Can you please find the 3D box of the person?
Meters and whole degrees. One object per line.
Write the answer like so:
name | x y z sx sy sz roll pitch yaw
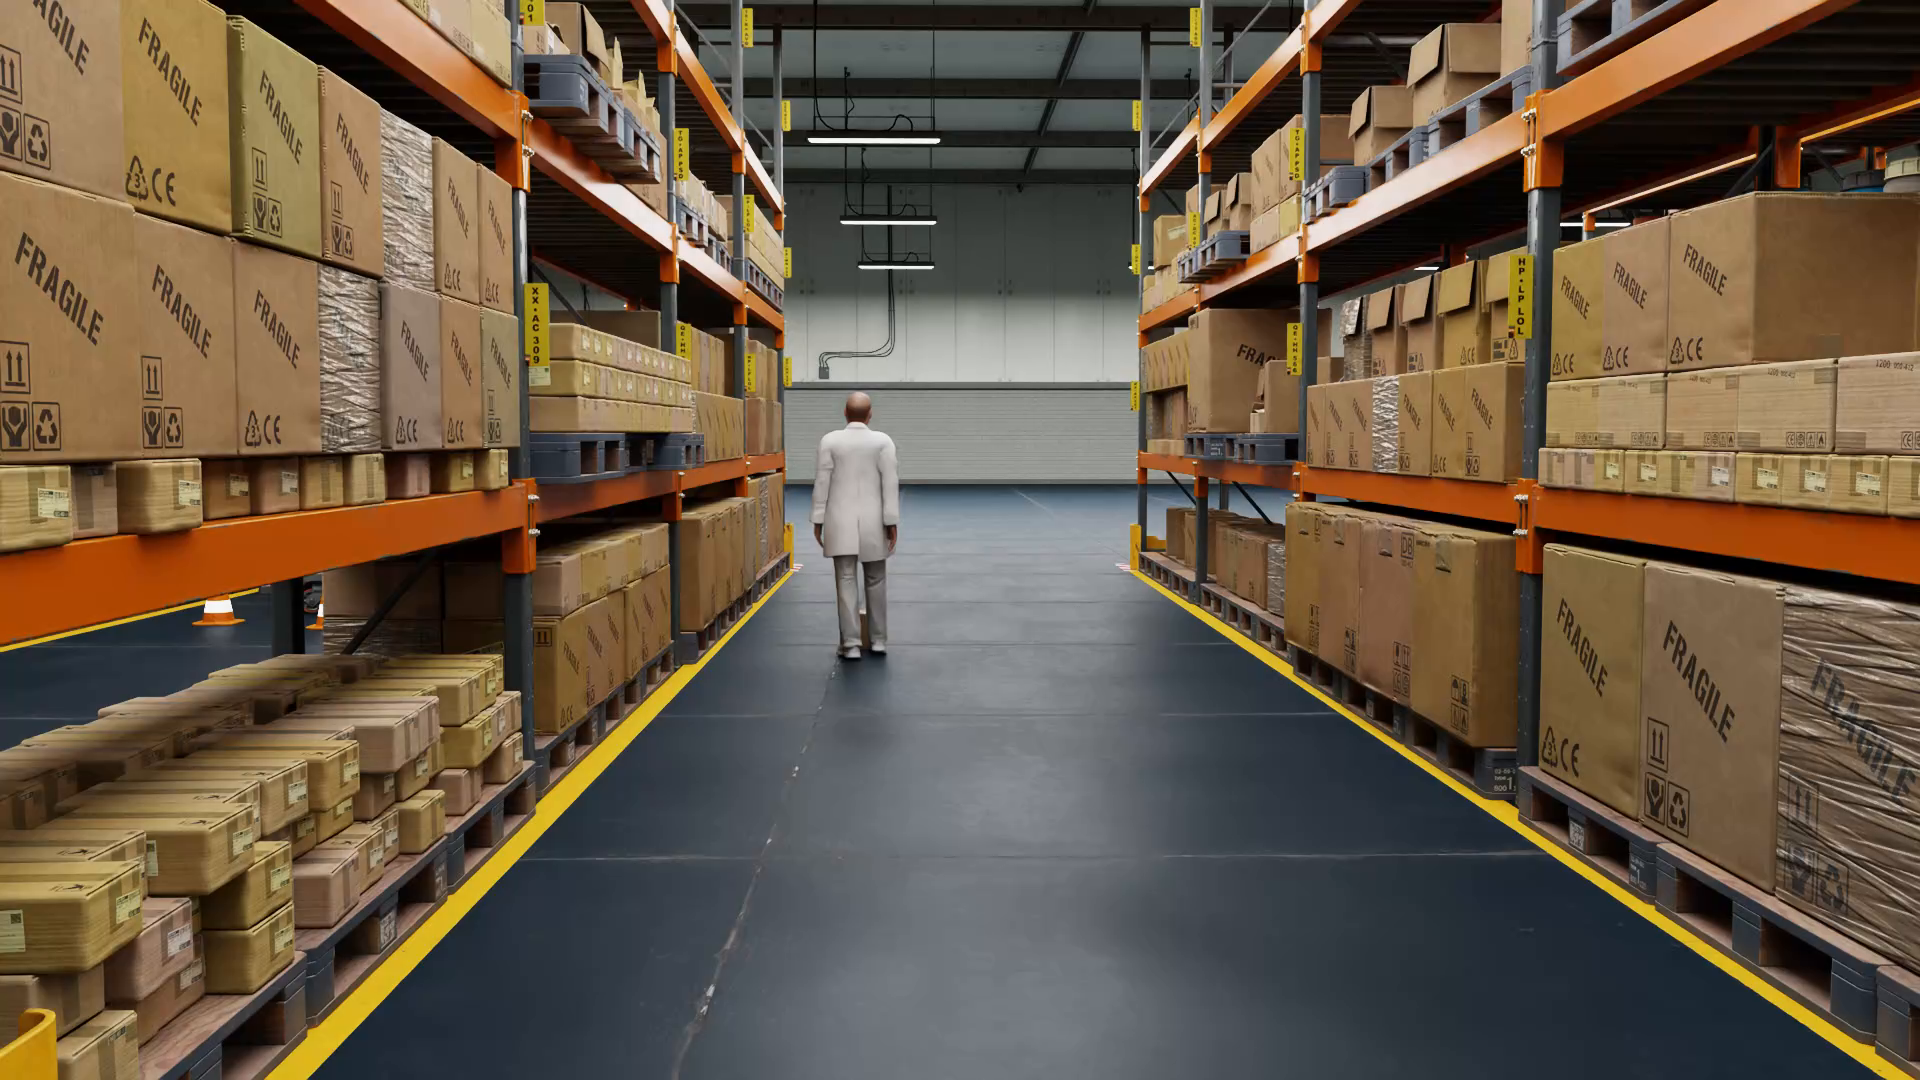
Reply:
person | -0.726 -0.113 11.301 0.602 1.771 0.708 0 4 -7
